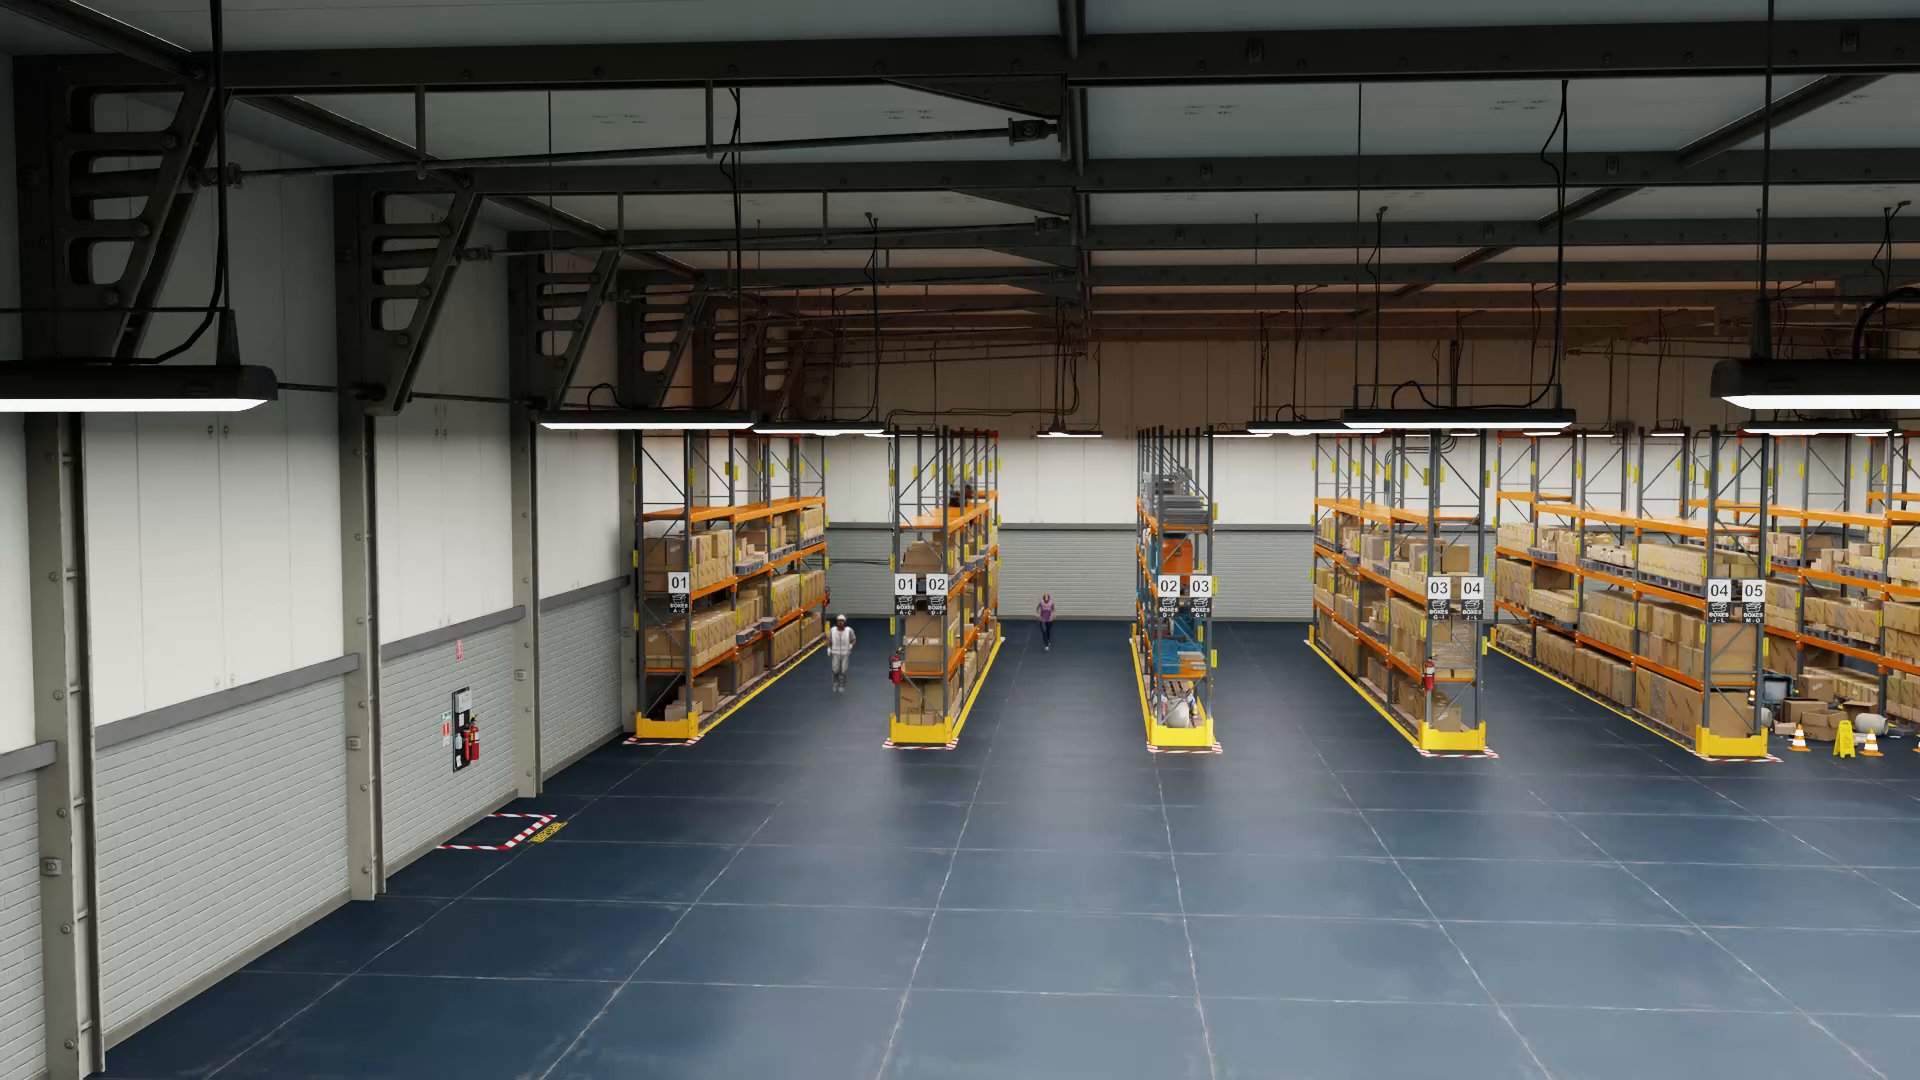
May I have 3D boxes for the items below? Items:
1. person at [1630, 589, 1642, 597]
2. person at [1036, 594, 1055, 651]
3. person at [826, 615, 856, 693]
[{"bbox_3d":[19.158,2.078,47.268,0.662,1.688,0.660,0,3,5],"label":"person"},{"bbox_3d":[2.344,2.227,45.419,0.524,1.539,0.880,0,3,3],"label":"person"},{"bbox_3d":[-2.643,2.543,36.992,0.685,1.742,0.609,0,3,-5],"label":"person"}]
